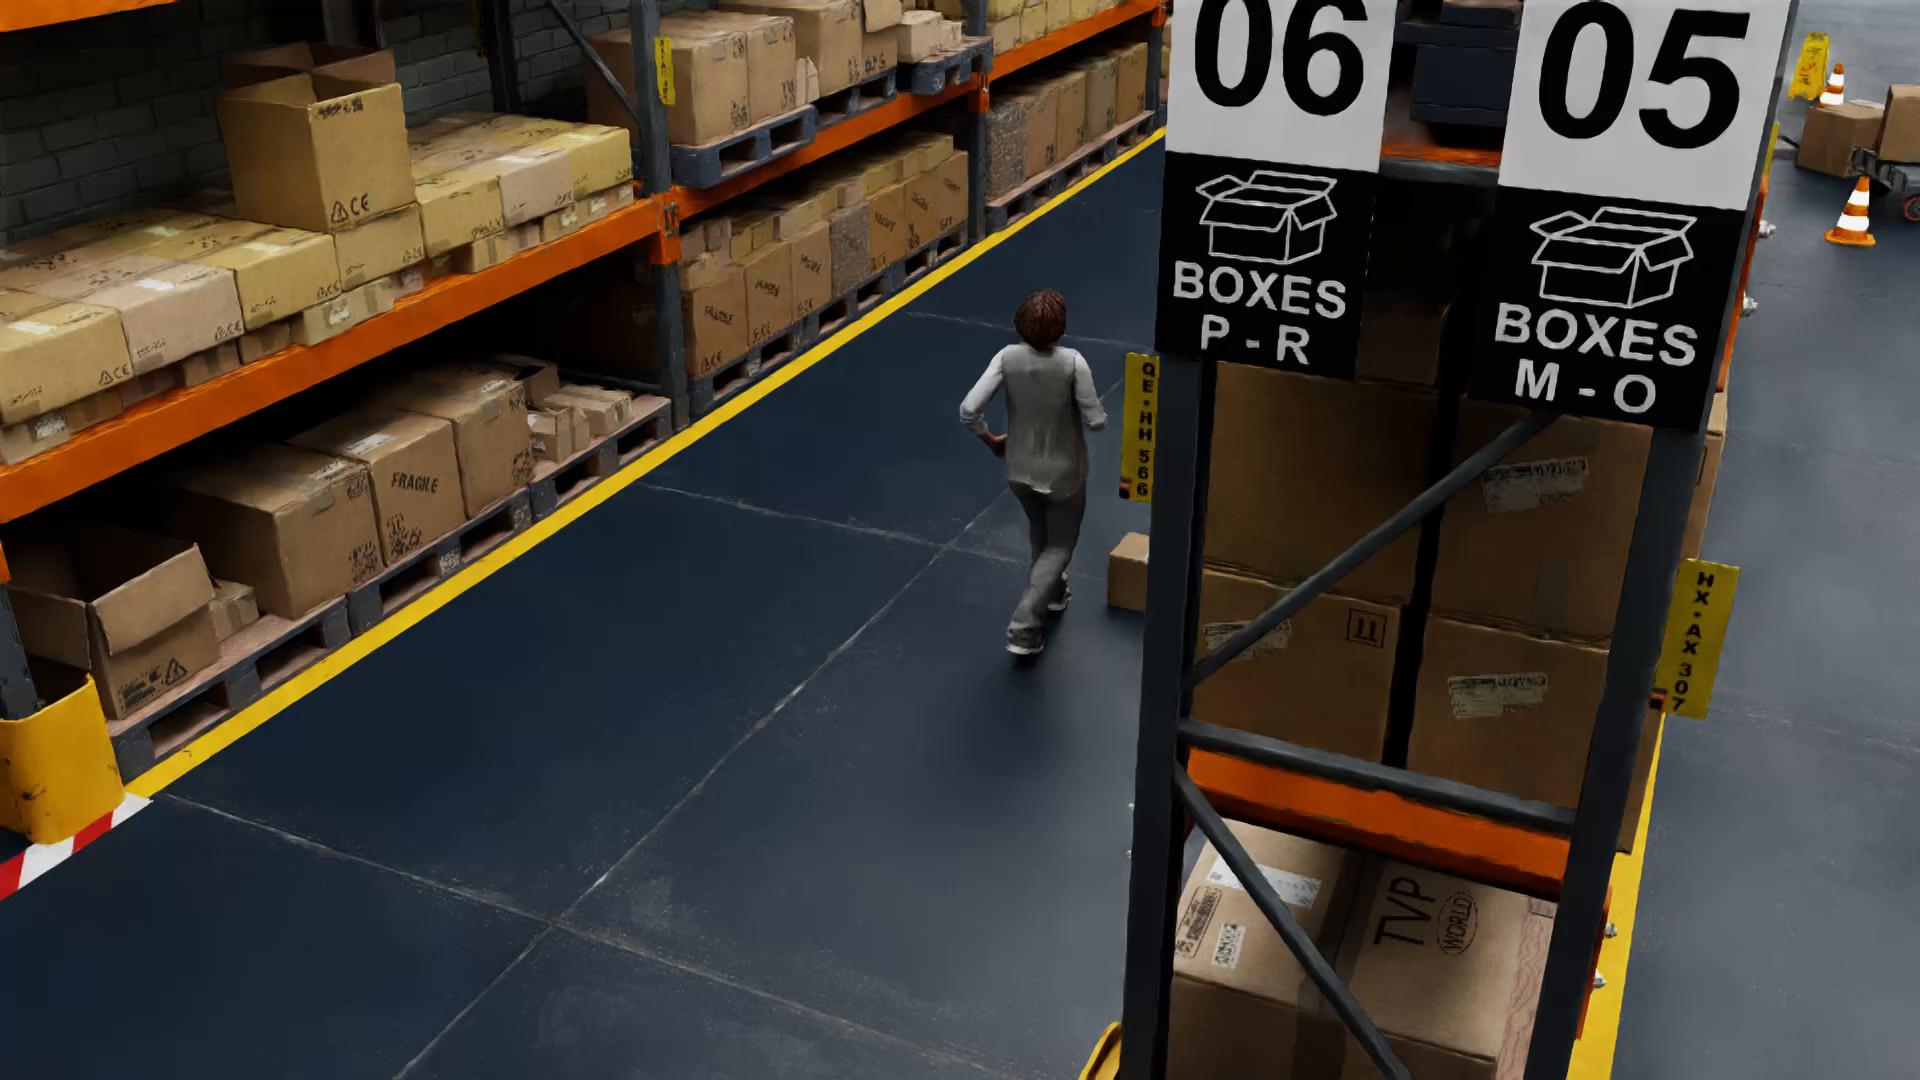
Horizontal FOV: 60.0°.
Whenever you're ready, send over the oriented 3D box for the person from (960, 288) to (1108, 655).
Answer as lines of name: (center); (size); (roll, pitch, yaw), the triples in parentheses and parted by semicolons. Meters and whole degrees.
person: (0.385, -0.302, 6.745); (0.506, 1.576, 0.735); (15, 30, 28)
